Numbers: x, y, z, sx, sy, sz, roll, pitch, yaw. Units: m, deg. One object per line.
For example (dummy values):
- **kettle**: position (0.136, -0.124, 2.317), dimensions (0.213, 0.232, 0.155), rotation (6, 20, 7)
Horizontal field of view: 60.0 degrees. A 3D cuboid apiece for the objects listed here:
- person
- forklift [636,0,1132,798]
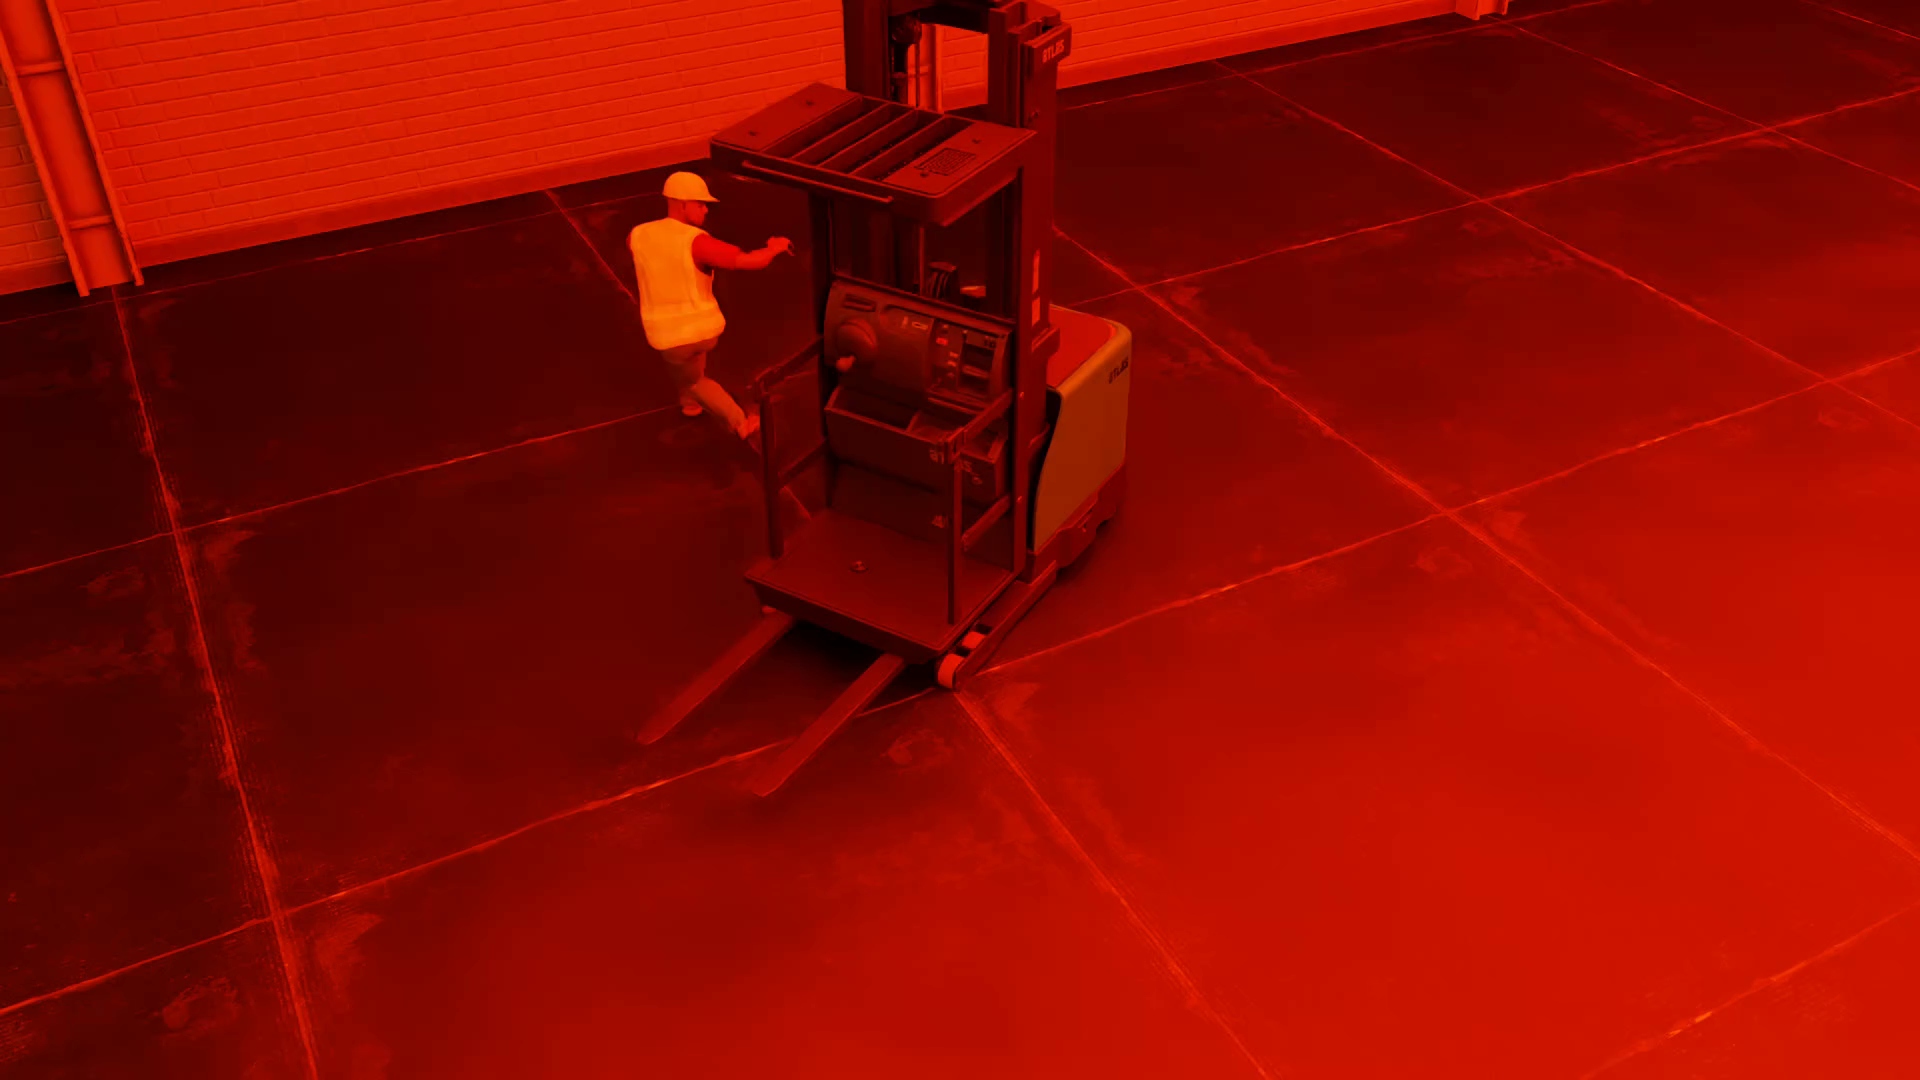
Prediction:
- **person**: position (-1.367, -1.347, 9.285), dimensions (0.911, 1.518, 1.155), rotation (-5, 36, -7)
- **forklift**: position (-0.312, -0.811, 7.270), dimensions (1.130, 2.935, 3.031), rotation (19, 40, 25)
